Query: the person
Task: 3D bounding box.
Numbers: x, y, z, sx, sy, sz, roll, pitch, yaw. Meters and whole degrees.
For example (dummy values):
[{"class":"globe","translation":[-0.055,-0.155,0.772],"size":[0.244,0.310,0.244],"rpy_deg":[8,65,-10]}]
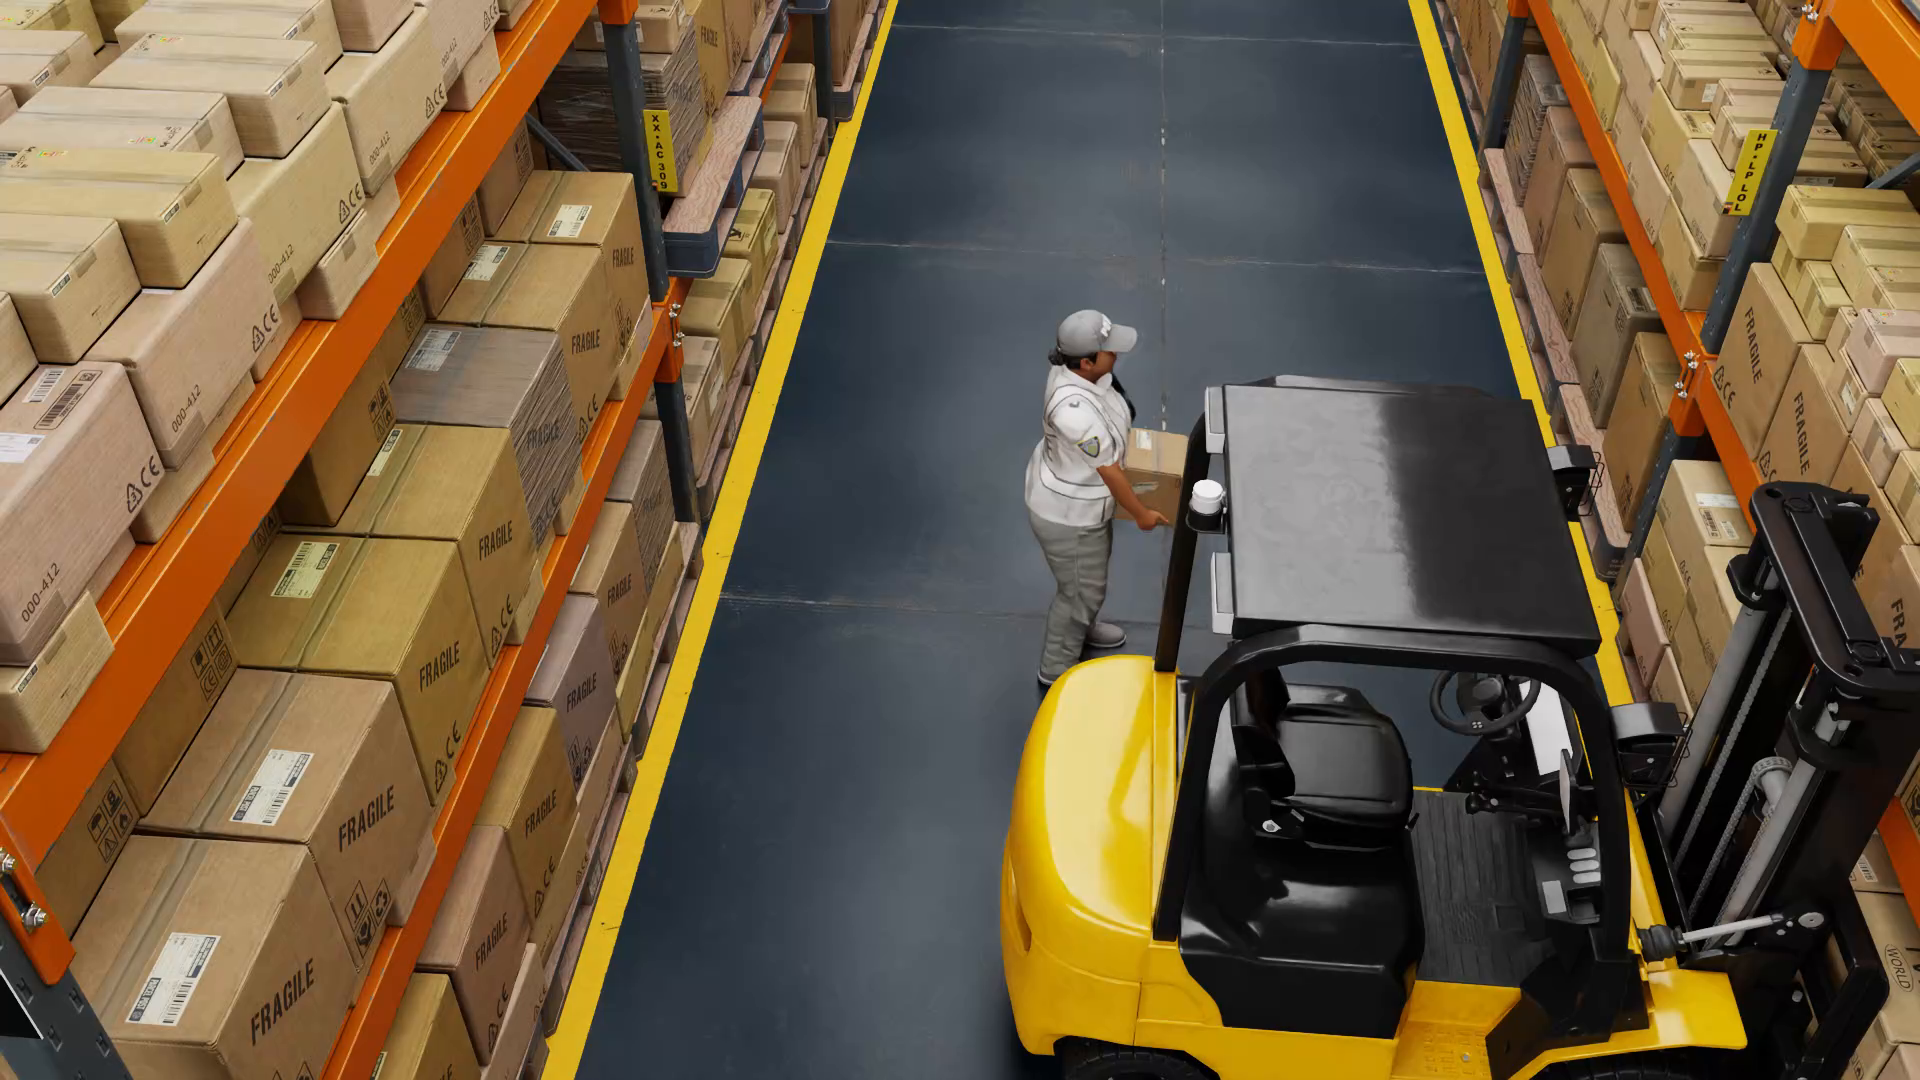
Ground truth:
[{"class":"person","translation":[0.517,-0.148,6.337],"size":[0.545,1.664,0.452],"rpy_deg":[3,40,3]}]
